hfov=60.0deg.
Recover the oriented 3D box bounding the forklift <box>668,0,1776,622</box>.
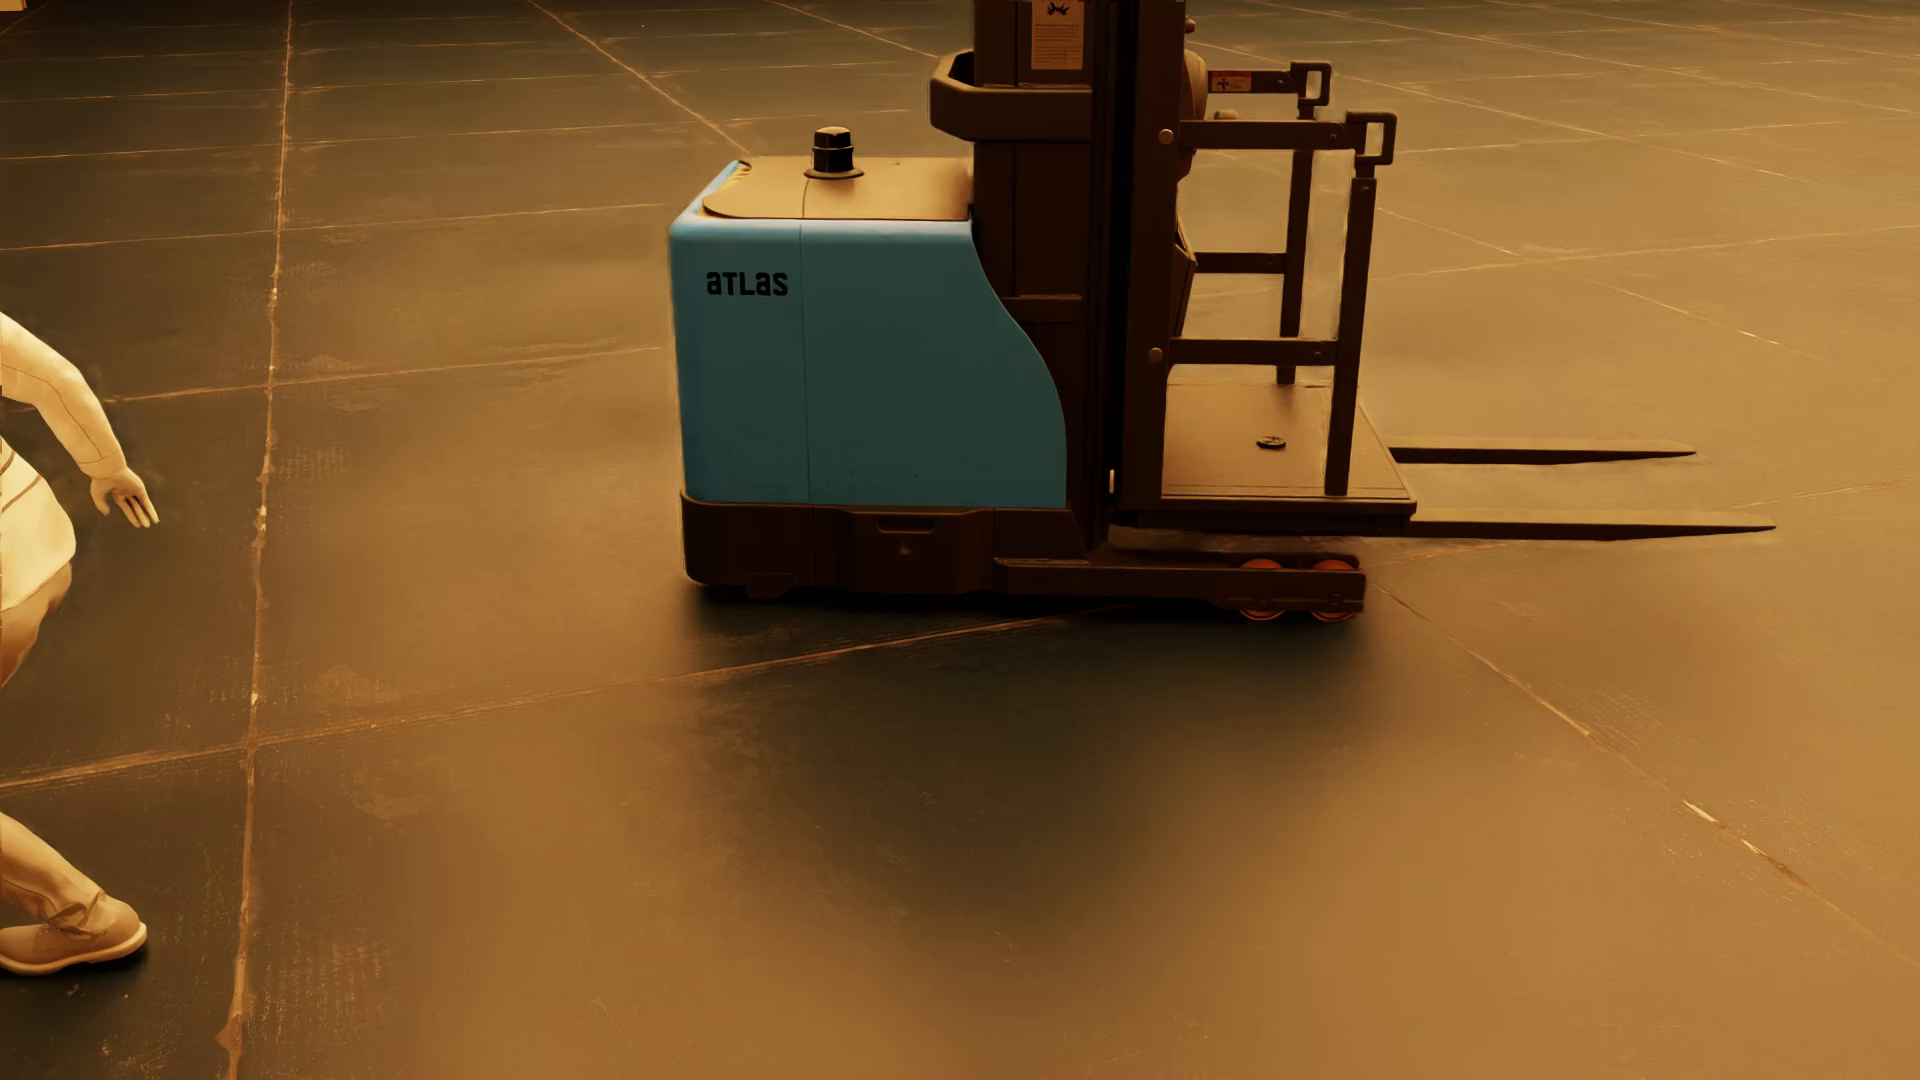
[{"bbox_3d":[0.759,-1.338,4.480,3.031,2.935,1.130,1,23,2],"label":"forklift"}]

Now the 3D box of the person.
[{"bbox_3d":[-1.928,0.063,2.970,0.736,1.535,0.709,1,23,3],"label":"person"}]
